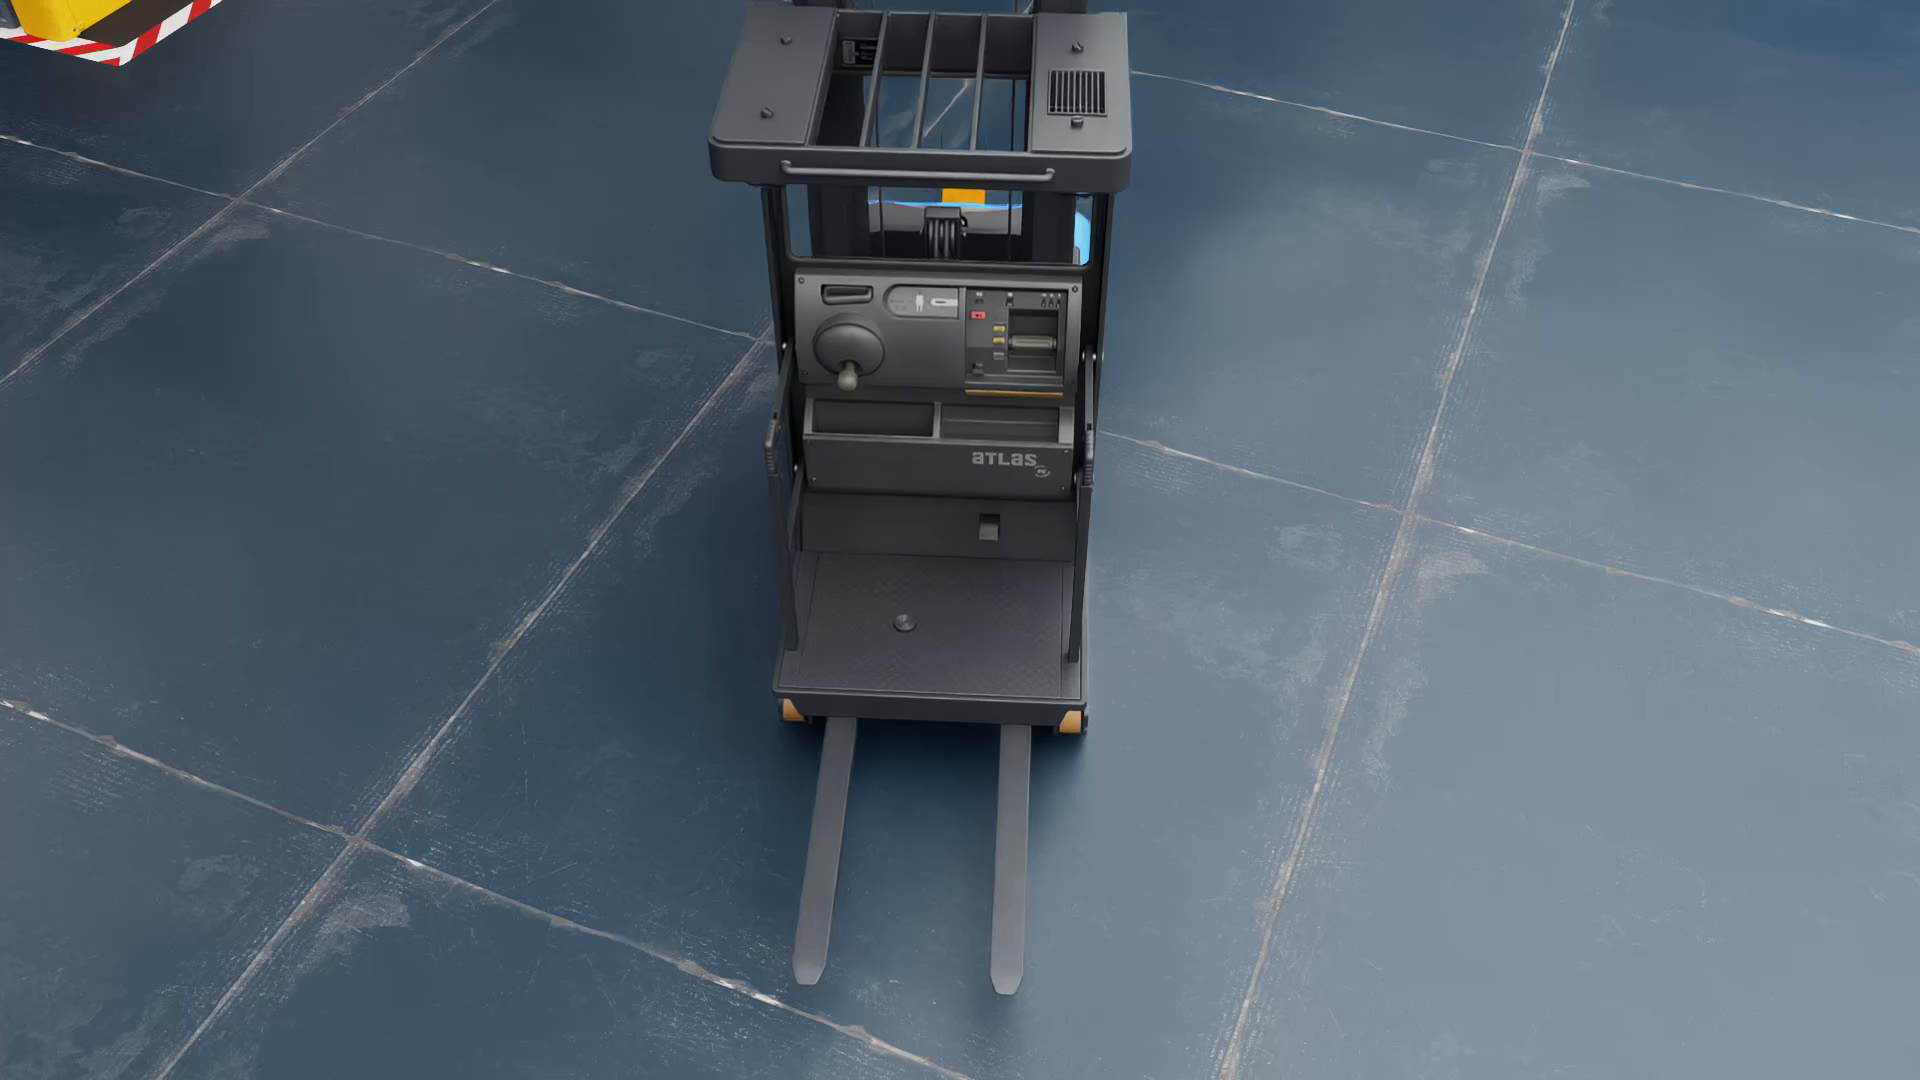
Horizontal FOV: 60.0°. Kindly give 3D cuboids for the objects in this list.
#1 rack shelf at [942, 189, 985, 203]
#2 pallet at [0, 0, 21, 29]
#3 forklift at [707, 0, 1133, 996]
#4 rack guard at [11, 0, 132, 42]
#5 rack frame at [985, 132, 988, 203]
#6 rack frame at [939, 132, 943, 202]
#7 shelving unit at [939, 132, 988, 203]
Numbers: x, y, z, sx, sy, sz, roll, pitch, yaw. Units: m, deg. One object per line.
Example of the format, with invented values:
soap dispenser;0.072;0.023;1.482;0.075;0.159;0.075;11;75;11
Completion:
rack shelf;0.014;-1.357;6.816;0.180;0.103;0.258;1;45;1
pallet;-5.917;-3.553;10.171;1.213;0.211;1.003;16;47;16
forklift;-0.082;-0.579;5.254;1.130;2.935;3.031;2;45;2
rack guard;-5.126;-3.483;9.896;0.348;0.500;1.175;16;47;16
rack frame;0.106;-1.132;7.037;0.006;1.200;0.240;1;45;1
rack frame;-0.077;-1.136;7.041;0.006;1.200;0.240;1;45;1
shelving unit;0.014;-1.134;7.039;0.189;1.200;0.258;1;45;1
